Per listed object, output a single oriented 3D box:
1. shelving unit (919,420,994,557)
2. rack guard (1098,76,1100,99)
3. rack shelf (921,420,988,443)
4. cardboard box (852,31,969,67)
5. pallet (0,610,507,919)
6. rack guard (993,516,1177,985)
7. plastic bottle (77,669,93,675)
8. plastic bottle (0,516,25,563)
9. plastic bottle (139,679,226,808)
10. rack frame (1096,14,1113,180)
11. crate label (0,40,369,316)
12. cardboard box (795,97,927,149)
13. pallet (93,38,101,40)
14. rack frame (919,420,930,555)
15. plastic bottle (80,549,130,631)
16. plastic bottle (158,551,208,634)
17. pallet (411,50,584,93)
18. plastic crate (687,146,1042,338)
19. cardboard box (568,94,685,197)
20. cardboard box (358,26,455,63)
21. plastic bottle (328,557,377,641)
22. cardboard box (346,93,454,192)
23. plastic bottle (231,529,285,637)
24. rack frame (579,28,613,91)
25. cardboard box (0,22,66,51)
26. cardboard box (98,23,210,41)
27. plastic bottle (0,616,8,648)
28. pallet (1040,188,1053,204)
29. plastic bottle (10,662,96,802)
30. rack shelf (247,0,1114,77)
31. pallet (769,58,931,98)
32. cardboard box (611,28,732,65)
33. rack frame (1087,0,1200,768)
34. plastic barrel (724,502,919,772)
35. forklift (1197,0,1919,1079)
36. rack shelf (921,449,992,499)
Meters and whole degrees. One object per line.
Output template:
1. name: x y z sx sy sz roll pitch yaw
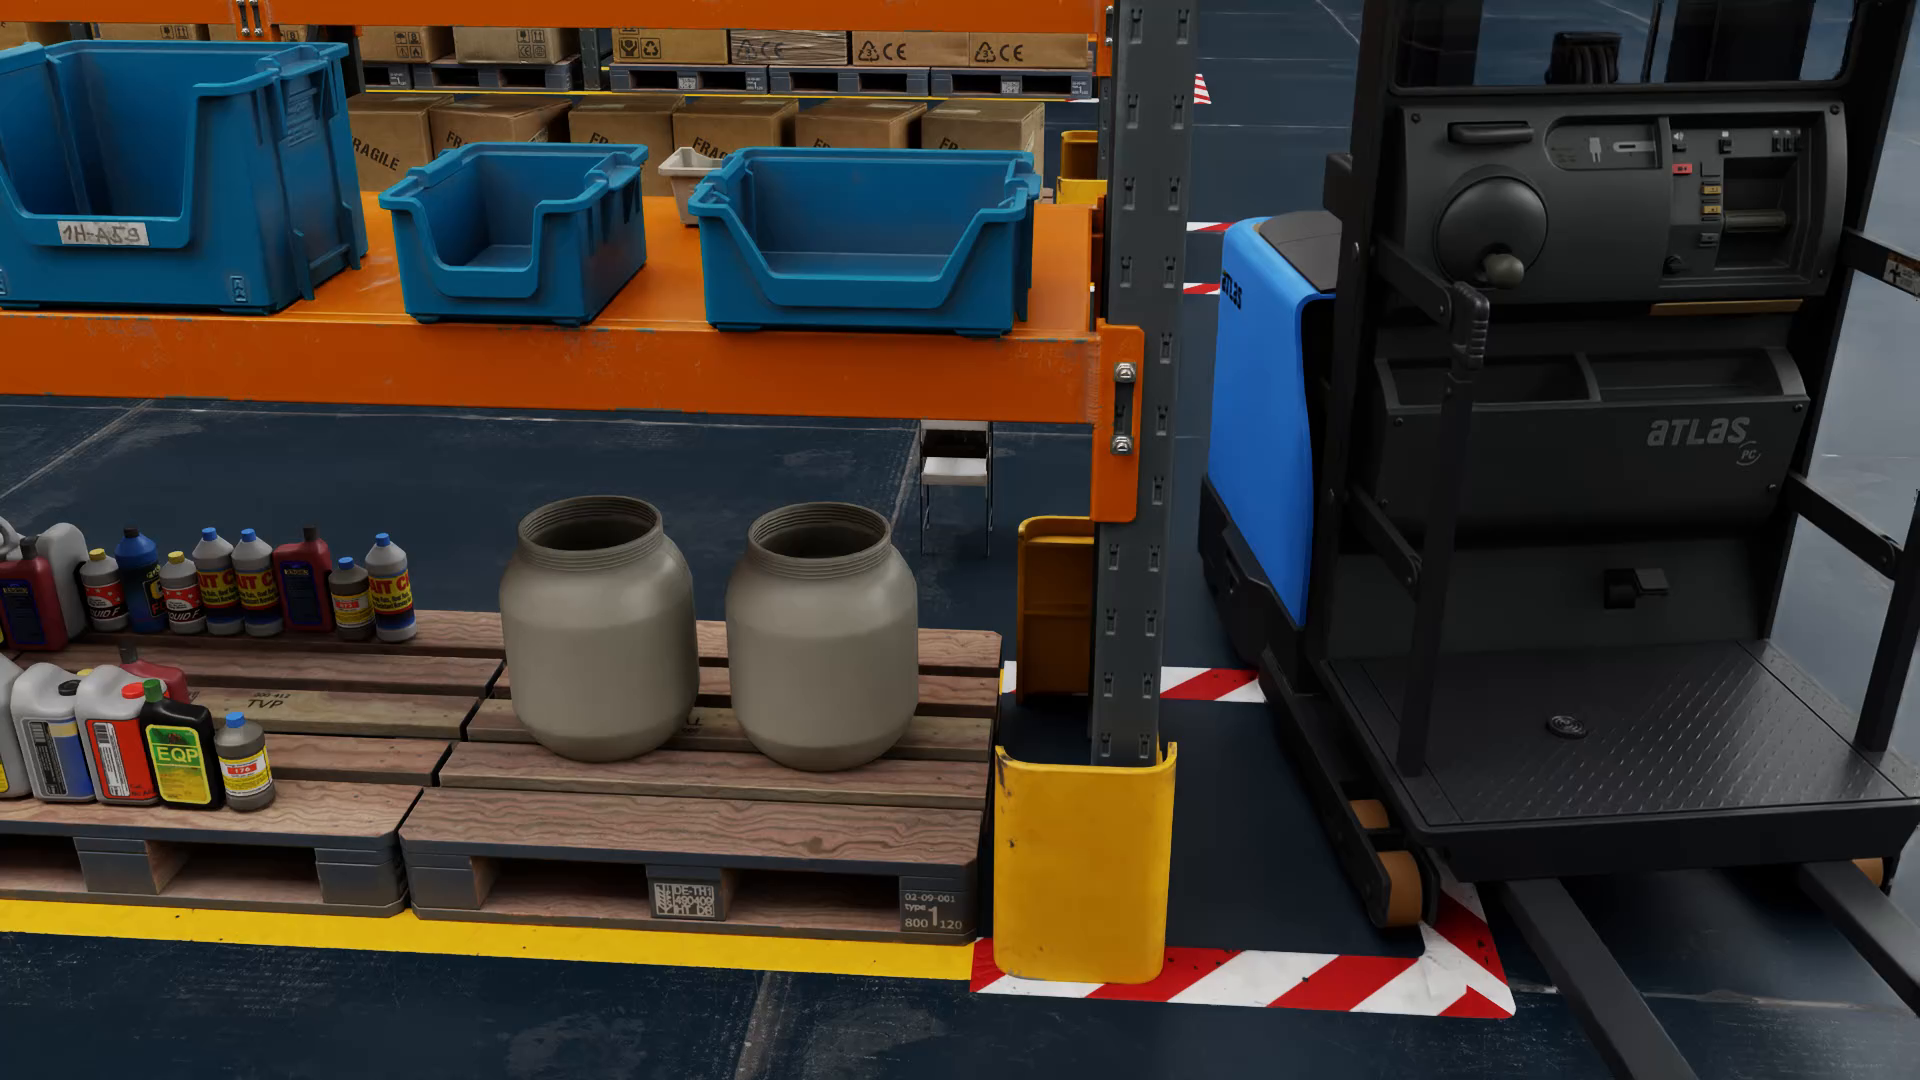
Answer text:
1. shelving unit: -0.008 -0.409 5.062 0.210 0.900 0.258 2 25 4
2. rack guard: 1.243 -3.731 12.761 0.348 0.500 1.175 2 25 4
3. rack shelf: -0.008 -0.379 5.076 0.200 0.077 0.258 2 25 4
4. cardboard box: -0.339 -4.114 12.643 0.875 0.875 0.875 1 25 3
5. pallet: -1.743 0.476 3.962 1.213 0.211 1.003 2 25 4
6. rack guard: 0.280 0.414 3.753 0.348 0.500 1.175 2 25 4
7. plastic bottle: -1.902 0.380 3.658 0.097 0.201 0.097 0 25 0
8. plastic bottle: -2.451 0.053 4.188 0.185 0.351 0.144 2 25 4
9. plastic bottle: -1.623 0.423 3.466 0.133 0.283 0.061 2 25 5
10. rack frame: 0.739 -2.803 7.754 0.127 3.000 1.000 2 25 4
11. crate label: -1.496 -0.701 3.144 0.616 0.435 0.502 2 25 4
12. cardboard box: -0.481 -1.890 8.258 0.500 0.500 0.500 8 26 18
13. pallet: -7.536 -3.882 13.435 1.213 0.211 1.003 2 25 4
14. rack frame: -0.109 -0.412 5.070 0.006 0.900 0.240 2 25 4
15. plastic bottle: -2.170 0.120 4.221 0.097 0.201 0.097 0 25 0
16. plastic bottle: -1.965 0.127 4.207 0.097 0.201 0.097 0 25 0
17. pallet: -3.544 -3.722 13.086 1.213 0.211 1.003 2 25 4
18. plastic crate: -0.162 -0.563 3.063 0.616 0.251 0.499 2 25 4
19. cardboard box: -1.657 -1.955 8.398 0.500 0.500 0.500 0 25 -1
20. cardboard box: -4.356 -4.179 12.933 0.750 0.750 1.050 2 25 4
21. plastic bottle: -1.528 0.141 4.176 0.097 0.201 0.097 0 25 0
22. cardboard box: -2.854 -1.957 8.403 0.500 0.500 0.500 1 25 2
23. plastic bottle: -1.766 0.102 4.178 0.097 0.271 0.097 0 25 0
24. rack frame: -2.769 -4.995 12.518 0.127 3.000 1.000 2 25 4
25. cardboard box: -7.434 -4.091 13.040 0.500 0.500 0.500 2 25 4
26. cardboard box: -6.157 -4.235 13.055 0.750 0.750 1.050 2 25 3
27. plastic bottle: -2.433 0.127 4.108 0.133 0.283 0.061 2 25 4
28. pallet: -0.144 -1.580 8.431 1.213 0.211 1.003 2 25 4
29. plastic bottle: -1.893 0.398 3.528 0.135 0.276 0.152 1 25 3
30. rack shelf: -1.255 -2.541 8.044 4.000 0.370 1.077 2 25 4
31. pallet: -0.797 -3.634 12.895 1.213 0.211 1.003 2 25 4
32. cardboard box: -2.147 -4.172 12.767 0.875 0.875 0.875 2 25 5
33. rack frame: 0.360 -0.739 3.268 0.127 3.000 1.000 2 25 4
34. plastic barrel: -0.303 0.211 3.677 0.421 0.512 0.421 0 25 0
35. forklift: 1.375 -0.667 3.194 1.130 2.935 3.031 -2 25 -5
36. rack shelf: -0.008 -0.215 5.152 0.200 0.077 0.258 2 25 4
